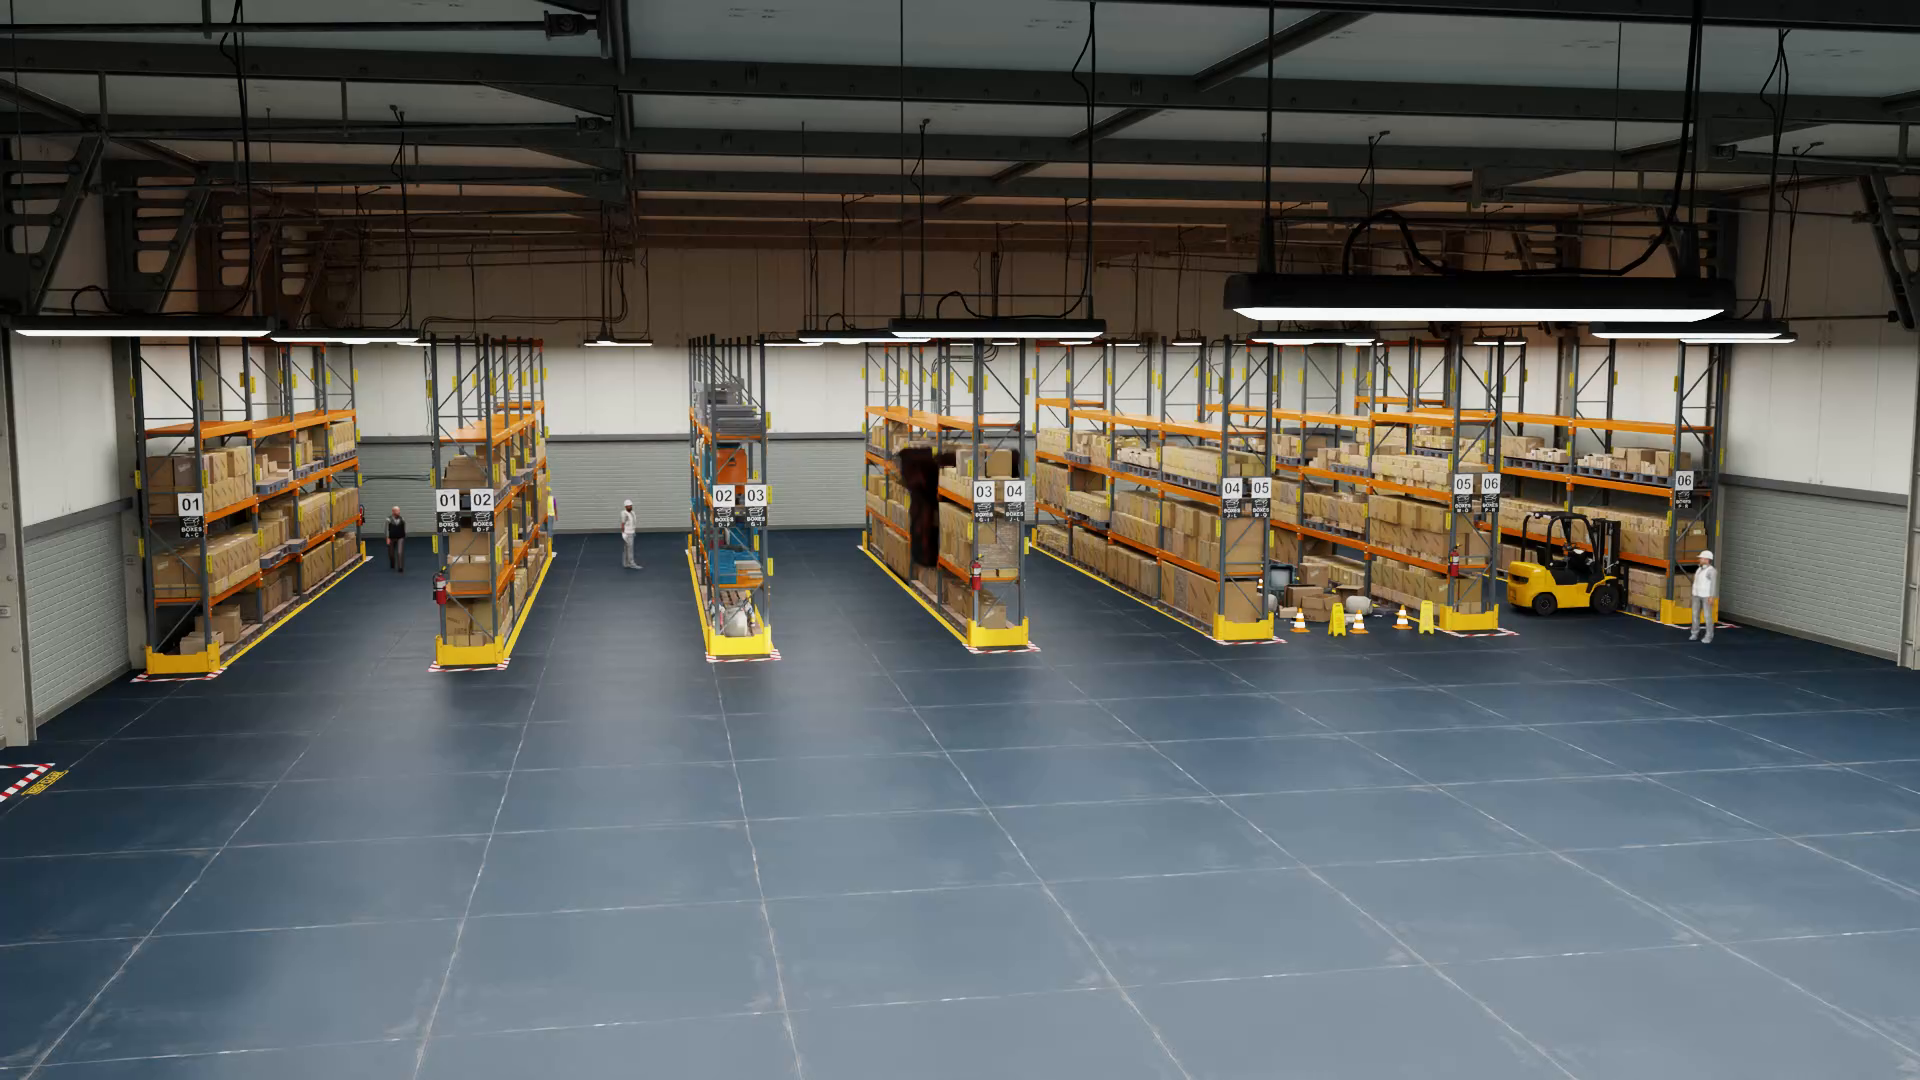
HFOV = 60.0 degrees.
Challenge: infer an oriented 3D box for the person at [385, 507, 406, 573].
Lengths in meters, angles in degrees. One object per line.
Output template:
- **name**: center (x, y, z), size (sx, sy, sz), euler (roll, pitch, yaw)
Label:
- **person**: center (-14.528, -0.024, 42.825), size (0.495, 1.676, 0.830), euler (-2, 7, -14)

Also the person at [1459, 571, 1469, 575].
- **person**: center (12.448, 0.215, 41.292), size (0.505, 1.679, 0.494), euler (3, 7, 28)

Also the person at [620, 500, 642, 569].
- **person**: center (-8.604, -0.167, 43.672), size (0.551, 1.784, 0.576), euler (0, 7, 3)

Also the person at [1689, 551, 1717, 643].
- **person**: center (14.609, 1.100, 32.643), size (0.397, 1.783, 0.562), euler (-3, 7, -26)

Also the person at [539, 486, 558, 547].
- **person**: center (-12.002, -0.675, 48.311), size (0.600, 1.782, 0.451), euler (-1, 7, -6)
